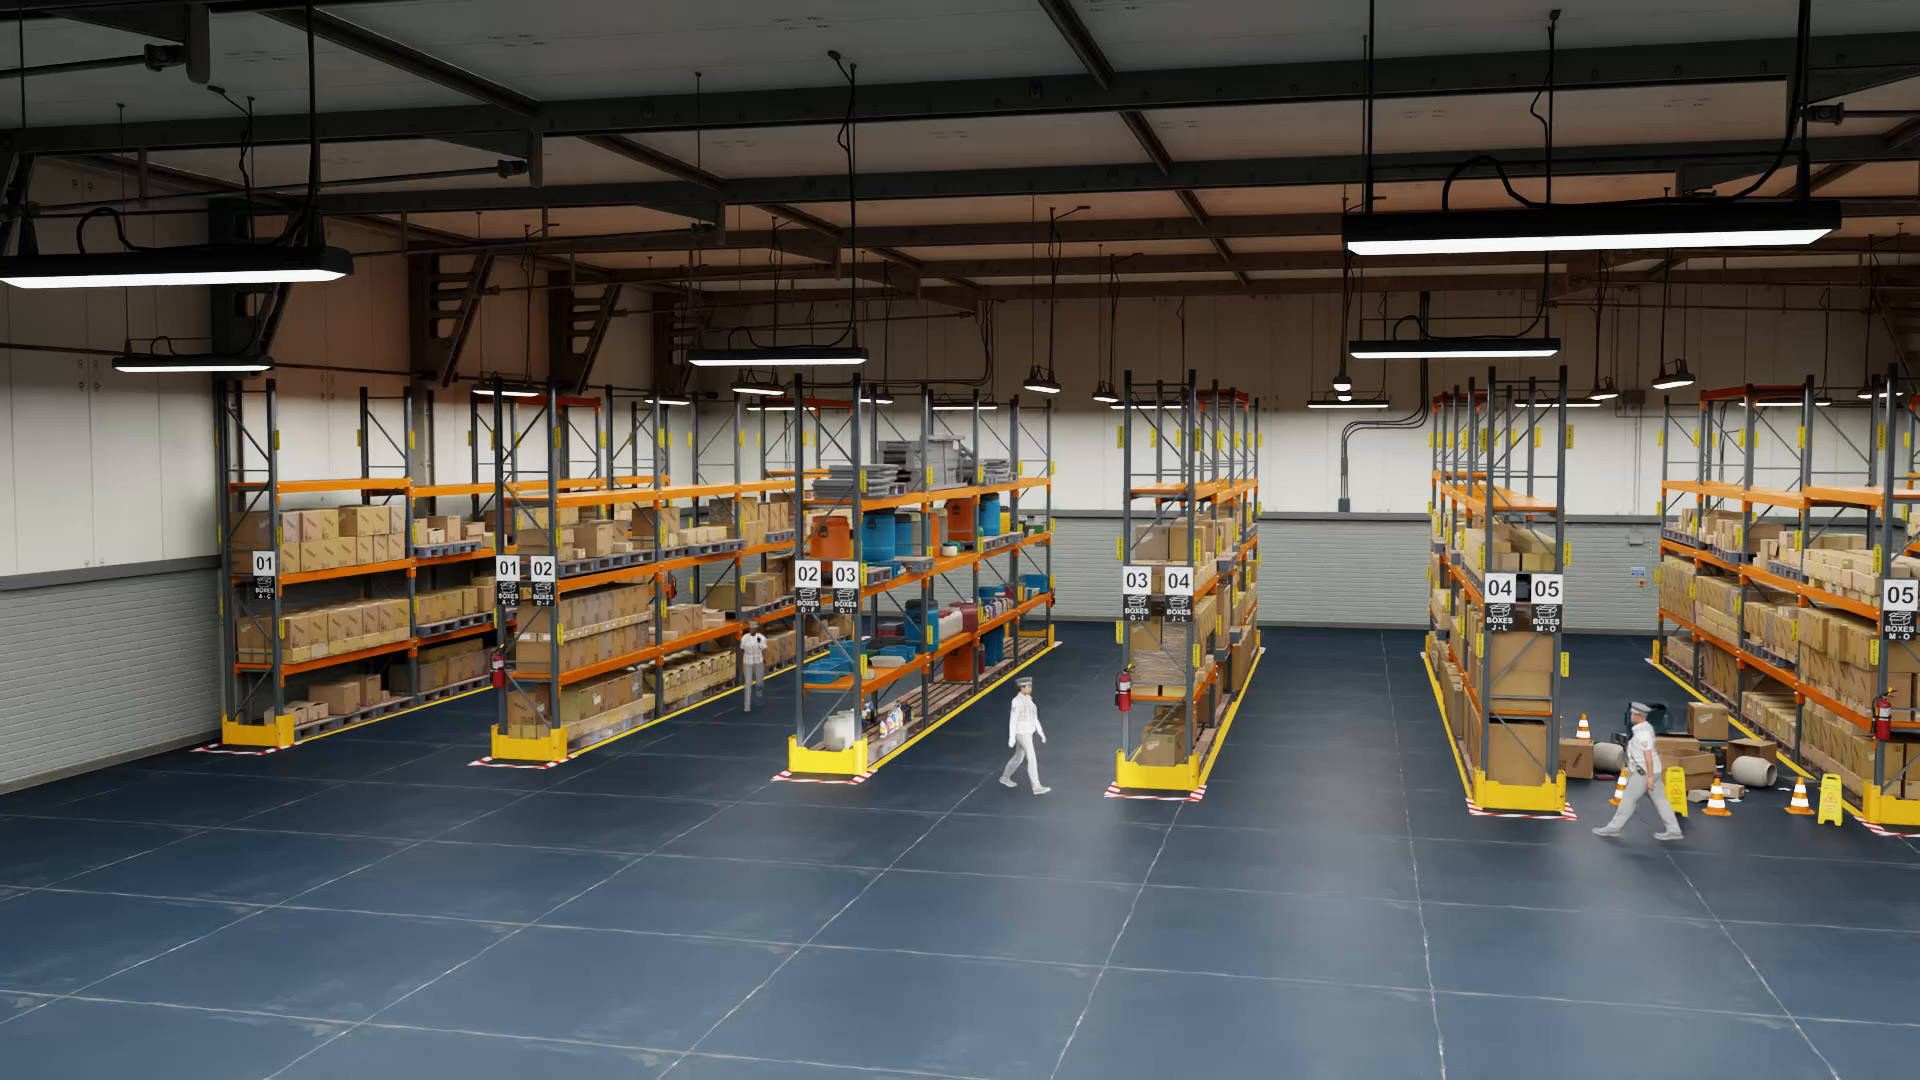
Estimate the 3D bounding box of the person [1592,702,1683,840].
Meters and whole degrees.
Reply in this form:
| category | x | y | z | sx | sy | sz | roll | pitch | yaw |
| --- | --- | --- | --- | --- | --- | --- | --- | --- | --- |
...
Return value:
| category | x | y | z | sx | sy | sz | roll | pitch | yaw |
| --- | --- | --- | --- | --- | --- | --- | --- | --- | --- |
| person | 8.496 | 2.873 | 20.801 | 1.038 | 1.697 | 0.586 | 2 | 4 | 31 |

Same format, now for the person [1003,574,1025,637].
| category | x | y | z | sx | sy | sz | roll | pitch | yaw |
| --- | --- | --- | --- | --- | --- | --- | --- | --- | --- |
| person | 1.394 | 1.672 | 41.798 | 0.626 | 1.647 | 0.518 | 1 | 4 | 20 |

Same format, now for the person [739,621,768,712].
| category | x | y | z | sx | sy | sz | roll | pitch | yaw |
| --- | --- | --- | --- | --- | --- | --- | --- | --- | --- |
| person | -3.831 | 2.316 | 30.901 | 0.511 | 1.658 | 0.739 | -1 | 4 | -14 |

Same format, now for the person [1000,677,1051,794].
| category | x | y | z | sx | sy | sz | roll | pitch | yaw |
| --- | --- | --- | --- | --- | --- | --- | --- | --- | --- |
| person | 0.939 | 2.765 | 23.705 | 0.894 | 1.643 | 0.505 | 1 | 4 | 23 |
